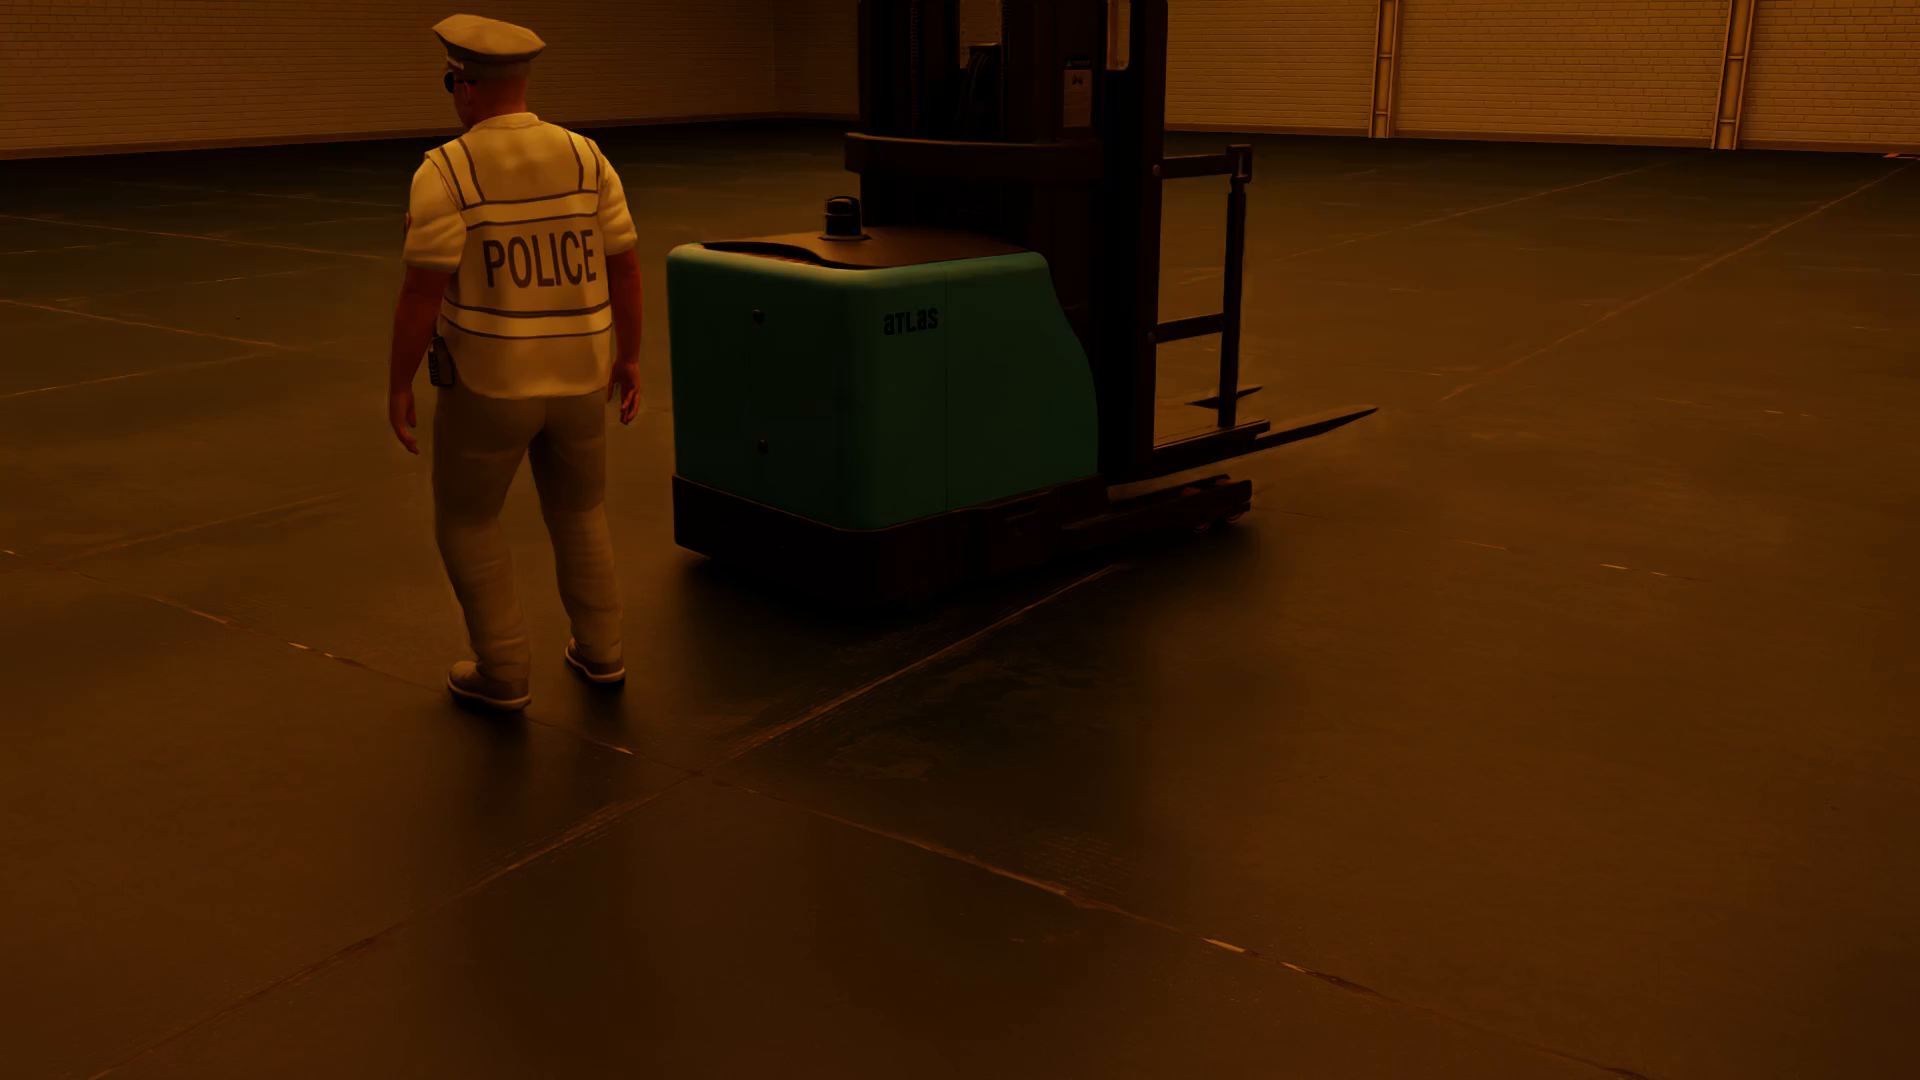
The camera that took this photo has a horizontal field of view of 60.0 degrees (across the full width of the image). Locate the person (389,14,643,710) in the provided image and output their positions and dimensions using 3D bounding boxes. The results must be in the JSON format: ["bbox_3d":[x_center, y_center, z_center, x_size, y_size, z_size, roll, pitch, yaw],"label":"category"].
[{"bbox_3d":[-1.150,-0.426,4.281,0.664,1.771,0.496,-13,21,-37],"label":"person"}]

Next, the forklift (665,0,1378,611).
[{"bbox_3d":[0.442,-1.525,5.932,3.031,2.935,1.130,-15,22,-41],"label":"forklift"}]
